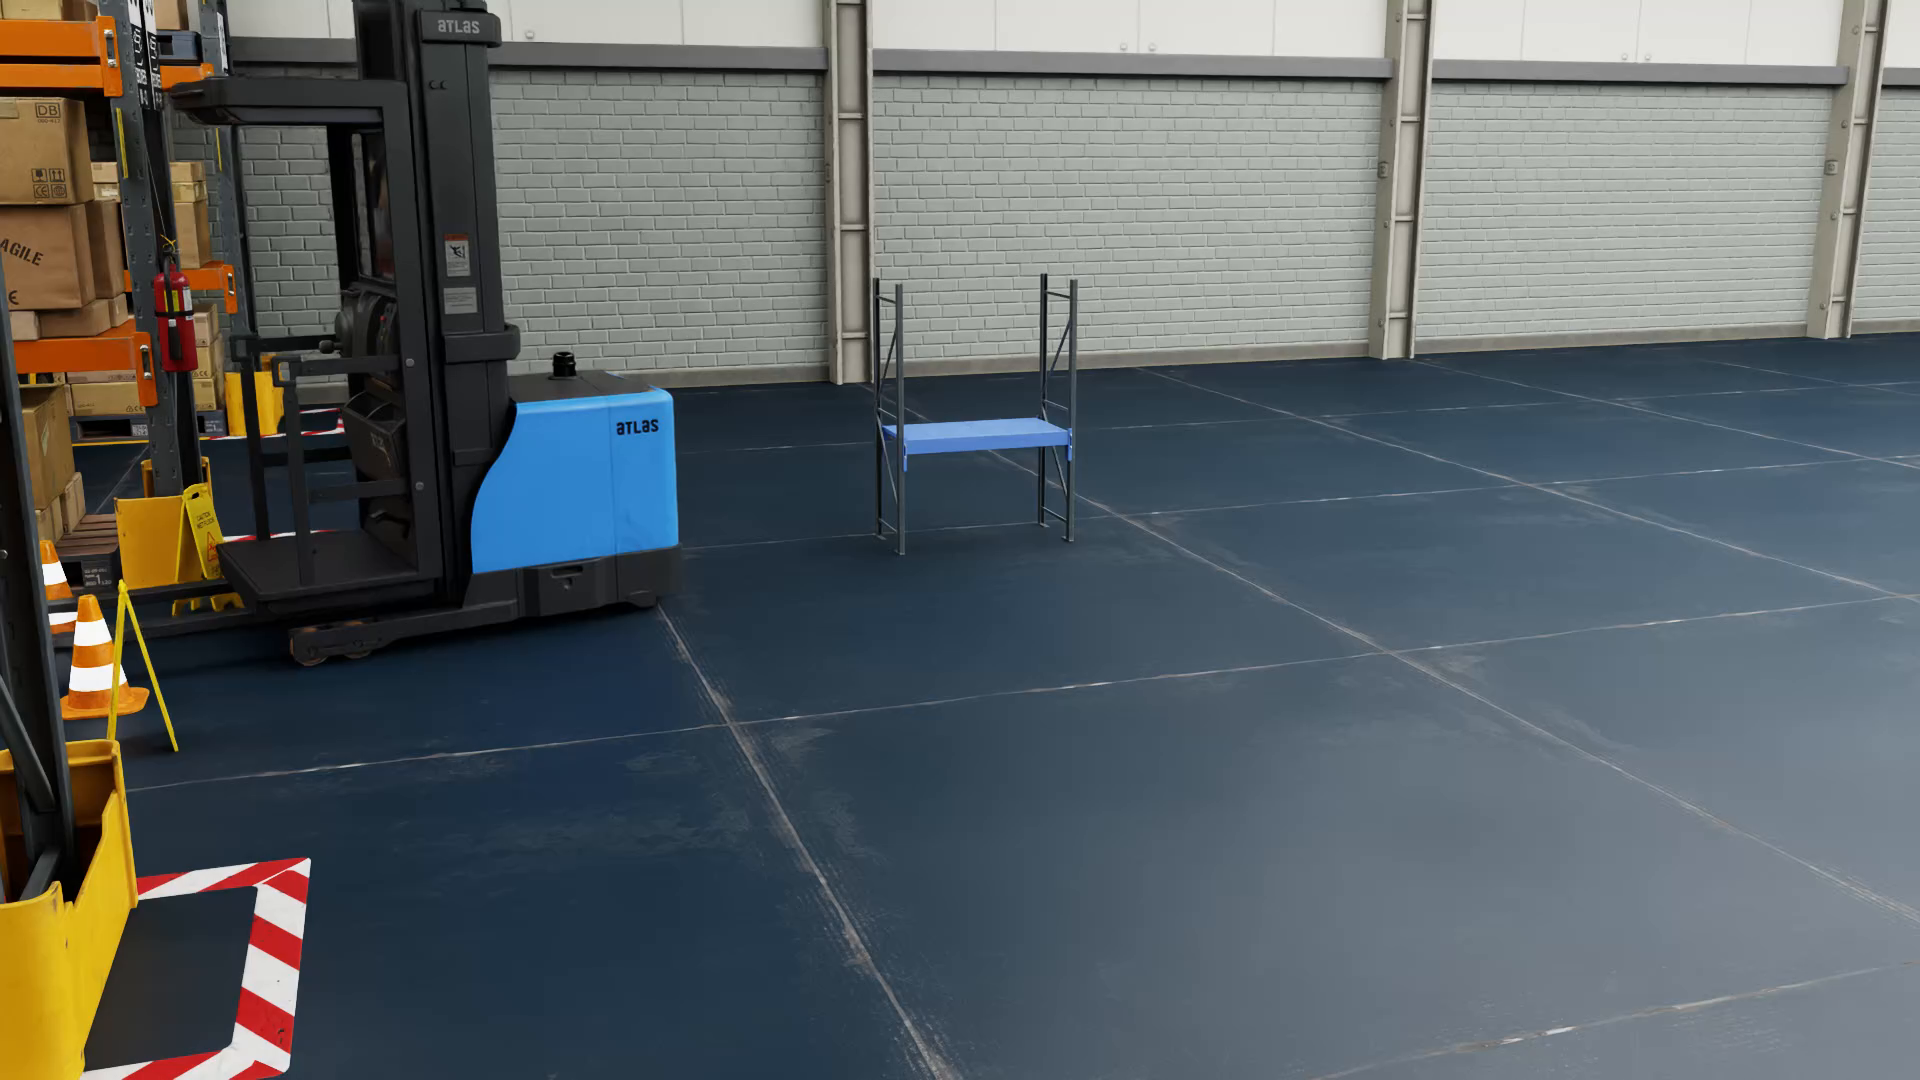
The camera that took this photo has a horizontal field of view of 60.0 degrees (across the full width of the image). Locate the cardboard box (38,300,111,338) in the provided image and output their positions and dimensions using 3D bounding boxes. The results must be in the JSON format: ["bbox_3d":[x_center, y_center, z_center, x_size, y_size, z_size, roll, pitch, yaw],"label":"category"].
[{"bbox_3d":[-4.477,-1.120,8.412,0.250,0.149,0.380,-4,14,-16],"label":"cardboard box"}]

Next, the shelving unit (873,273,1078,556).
[{"bbox_3d":[0.081,-0.736,9.496,1.048,1.500,0.538,-4,14,-18],"label":"shelving unit"}]

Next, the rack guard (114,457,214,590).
[{"bbox_3d":[-4.263,-0.095,8.961,0.348,0.500,1.175,-4,14,-18],"label":"rack guard"}]

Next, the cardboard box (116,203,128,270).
[{"bbox_3d":[-6.655,-2.323,12.713,0.500,0.500,0.500,-4,14,-16],"label":"cardboard box"}]

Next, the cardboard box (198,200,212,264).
[{"bbox_3d":[-6.335,-2.478,13.362,0.500,0.500,0.500,-4,14,-16],"label":"cardboard box"}]

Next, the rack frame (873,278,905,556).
[{"bbox_3d":[-0.401,-0.698,9.338,0.032,1.500,0.500,-4,14,-18],"label":"rack frame"}]

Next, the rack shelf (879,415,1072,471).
[{"bbox_3d":[0.081,-0.561,9.537,1.000,0.185,0.538,-4,14,-18],"label":"rack shelf"}]

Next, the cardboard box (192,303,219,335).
[{"bbox_3d":[-6.293,-1.764,13.451,0.500,0.250,0.500,-5,14,-19],"label":"cardboard box"}]

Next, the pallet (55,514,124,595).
[{"bbox_3d":[-5.044,0.098,8.775,1.213,0.211,1.003,-4,14,-18],"label":"pallet"}]

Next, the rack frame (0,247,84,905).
[{"bbox_3d":[-2.516,-0.238,4.163,0.127,3.000,1.000,-4,14,-18],"label":"rack frame"}]

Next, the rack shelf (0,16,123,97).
[{"bbox_3d":[-6.086,-2.278,7.811,4.000,0.370,1.077,-4,14,-18],"label":"rack shelf"}]

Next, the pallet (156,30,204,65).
[{"bbox_3d":[-6.456,-3.775,12.739,1.213,0.211,1.003,-4,14,-18],"label":"pallet"}]

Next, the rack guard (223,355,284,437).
[{"bbox_3d":[-5.755,-1.191,13.568,0.348,0.500,1.175,-4,14,-18],"label":"rack guard"}]

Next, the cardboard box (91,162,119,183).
[{"bbox_3d":[-6.513,-2.791,12.634,0.250,0.149,0.380,-4,14,-17],"label":"cardboard box"}]

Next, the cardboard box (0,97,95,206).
[{"bbox_3d":[-4.605,-1.911,8.174,0.500,0.500,0.700,-5,14,-19],"label":"cardboard box"}]

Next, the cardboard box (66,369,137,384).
[{"bbox_3d":[-6.618,-1.376,12.898,0.500,0.250,0.500,-5,14,-19],"label":"cardboard box"}]

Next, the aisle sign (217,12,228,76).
[{"bbox_3d":[-5.621,-3.610,12.720,0.004,0.787,0.394,-4,14,-18],"label":"aisle sign"}]

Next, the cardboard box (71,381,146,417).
[{"bbox_3d":[-6.596,-1.133,12.958,0.500,0.250,0.500,-4,14,-18],"label":"cardboard box"}]

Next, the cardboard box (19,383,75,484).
[{"bbox_3d":[-5.066,-0.547,8.875,0.500,0.500,0.500,-5,14,-20],"label":"cardboard box"}]

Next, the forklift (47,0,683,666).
[{"bbox_3d":[-2.896,-1.011,7.561,3.031,2.935,1.130,-8,16,-32],"label":"forklift"}]

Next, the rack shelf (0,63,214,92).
[{"bbox_3d":[-7.673,-3.367,12.387,4.000,0.370,1.077,-4,14,-18],"label":"rack shelf"}]

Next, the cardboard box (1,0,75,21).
[{"bbox_3d":[-4.440,-2.566,8.009,0.250,0.149,0.380,-4,14,-18],"label":"cardboard box"}]

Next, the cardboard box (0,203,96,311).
[{"bbox_3d":[-4.617,-1.409,8.227,0.500,0.500,0.500,-5,14,-19],"label":"cardboard box"}]

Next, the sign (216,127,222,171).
[{"bbox_3d":[-5.617,-2.963,12.605,0.005,0.325,0.100,-4,14,-18],"label":"sign"}]

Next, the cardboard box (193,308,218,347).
[{"bbox_3d":[-6.114,-1.656,12.995,0.500,0.250,0.500,-4,14,-16],"label":"cardboard box"}]

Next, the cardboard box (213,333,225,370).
[{"bbox_3d":[-6.289,-1.526,13.529,0.500,0.250,0.500,-4,14,-17],"label":"cardboard box"}]

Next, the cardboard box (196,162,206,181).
[{"bbox_3d":[-6.164,-2.936,13.243,0.250,0.149,0.380,-5,14,-19],"label":"cardboard box"}]

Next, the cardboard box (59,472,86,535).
[{"bbox_3d":[-5.043,-0.184,8.970,0.500,0.250,0.500,-5,14,-19],"label":"cardboard box"}]

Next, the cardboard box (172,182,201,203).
[{"bbox_3d":[-6.016,-2.682,12.819,0.250,0.149,0.380,-4,14,-17],"label":"cardboard box"}]

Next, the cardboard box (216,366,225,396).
[{"bbox_3d":[-6.305,-1.278,13.569,0.500,0.250,0.500,-4,14,-18],"label":"cardboard box"}]

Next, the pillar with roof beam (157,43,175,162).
[{"bbox_3d":[-5.352,-4.526,9.223,0.400,9.000,9.100,-4,14,-18],"label":"pillar with roof beam"}]

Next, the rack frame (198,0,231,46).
[{"bbox_3d":[-5.777,-5.324,12.577,0.127,3.000,1.000,-4,14,-18],"label":"rack frame"}]

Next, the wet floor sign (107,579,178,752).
[{"bbox_3d":[-3.120,0.471,6.270,0.232,0.644,0.267,-7,15,-28],"label":"wet floor sign"}]

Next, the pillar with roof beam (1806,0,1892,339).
[{"bbox_3d":[11.708,-5.854,14.808,0.400,9.000,9.100,-4,14,-18],"label":"pillar with roof beam"}]

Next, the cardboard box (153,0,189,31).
[{"bbox_3d":[-6.119,-4.080,12.491,0.500,0.500,0.500,-4,14,-16],"label":"cardboard box"}]

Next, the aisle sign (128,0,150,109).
[{"bbox_3d":[-4.039,-2.522,8.147,0.004,0.787,0.394,-4,14,-18],"label":"aisle sign"}]

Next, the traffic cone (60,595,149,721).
[{"bbox_3d":[-3.510,0.451,6.748,0.334,0.463,0.336,-4,14,-18],"label":"traffic cone"}]
